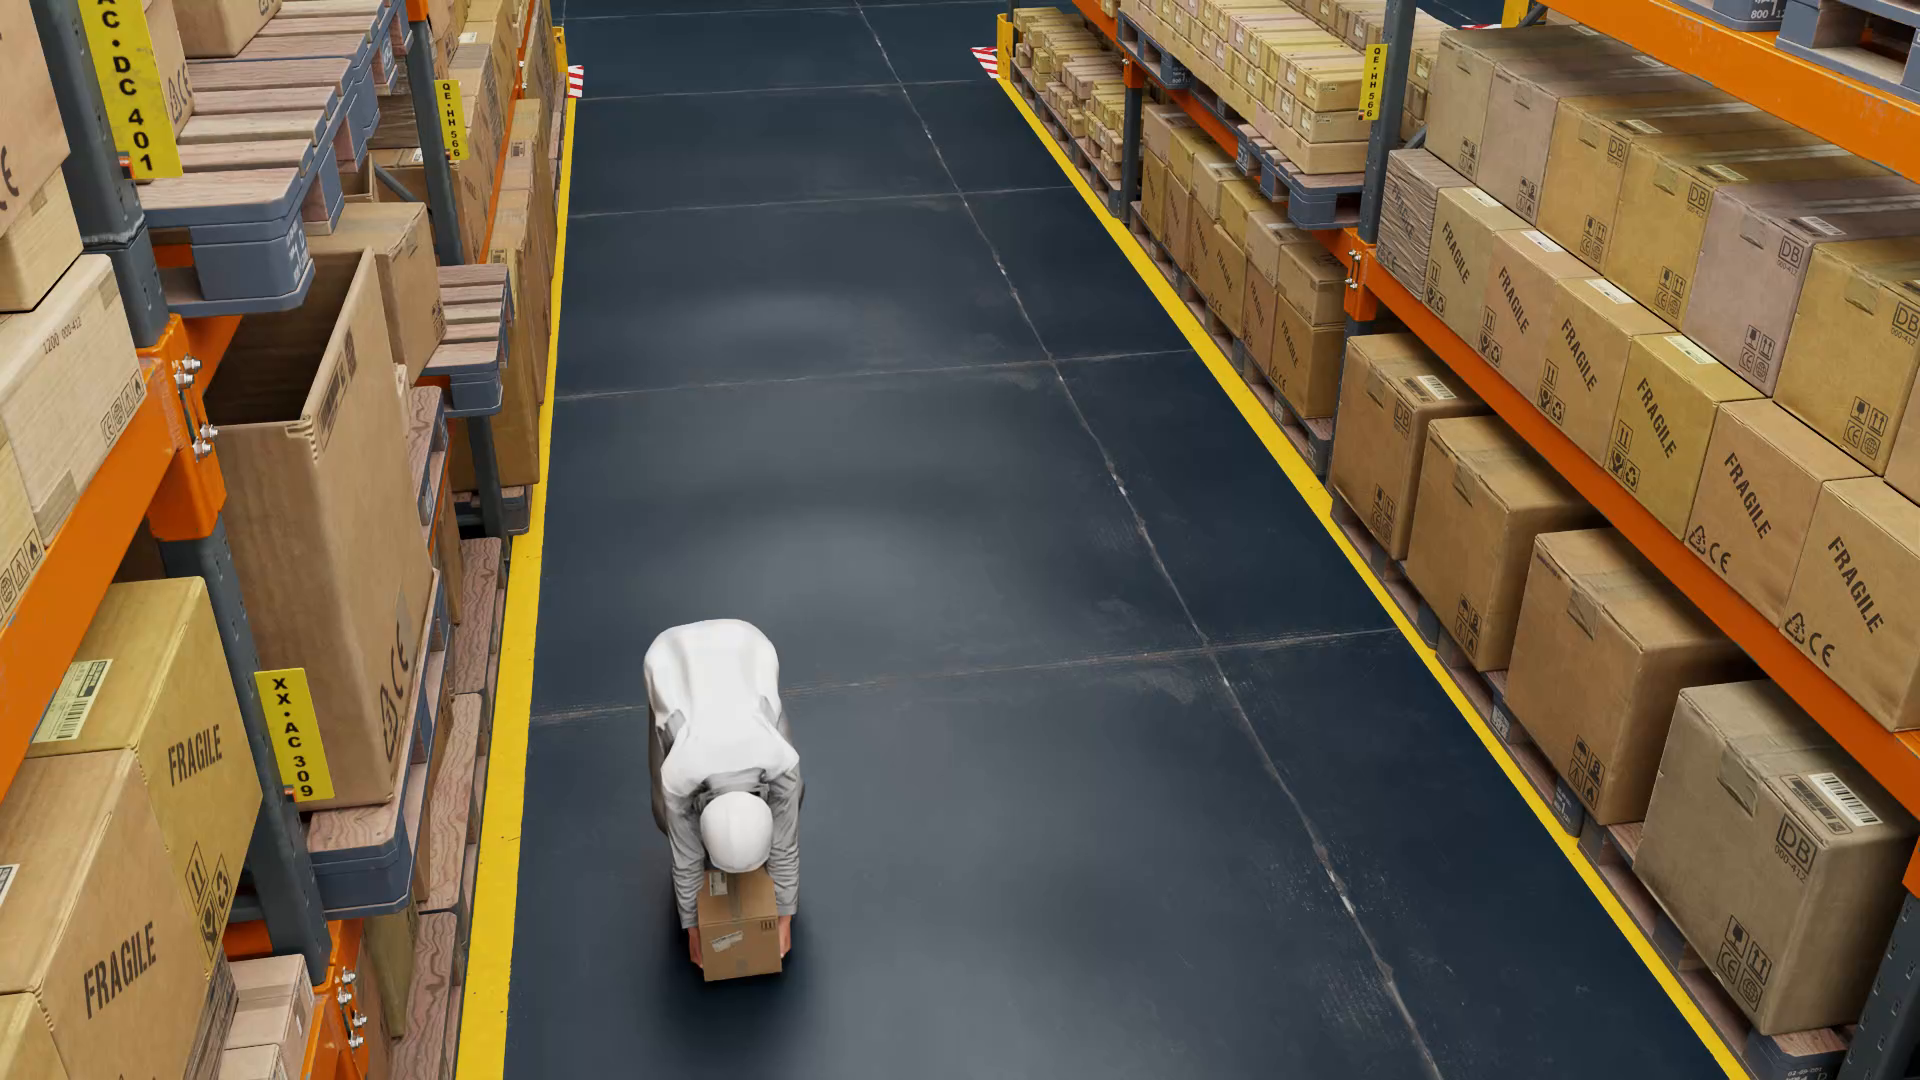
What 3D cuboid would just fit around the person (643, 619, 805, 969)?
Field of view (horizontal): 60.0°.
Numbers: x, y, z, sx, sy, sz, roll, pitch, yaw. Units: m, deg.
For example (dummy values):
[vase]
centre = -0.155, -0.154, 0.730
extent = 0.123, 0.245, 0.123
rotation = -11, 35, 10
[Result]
[person]
centre = -0.761, 0.833, 5.488
extent = 0.513, 0.960, 0.996
rotation = -7, 31, -11
